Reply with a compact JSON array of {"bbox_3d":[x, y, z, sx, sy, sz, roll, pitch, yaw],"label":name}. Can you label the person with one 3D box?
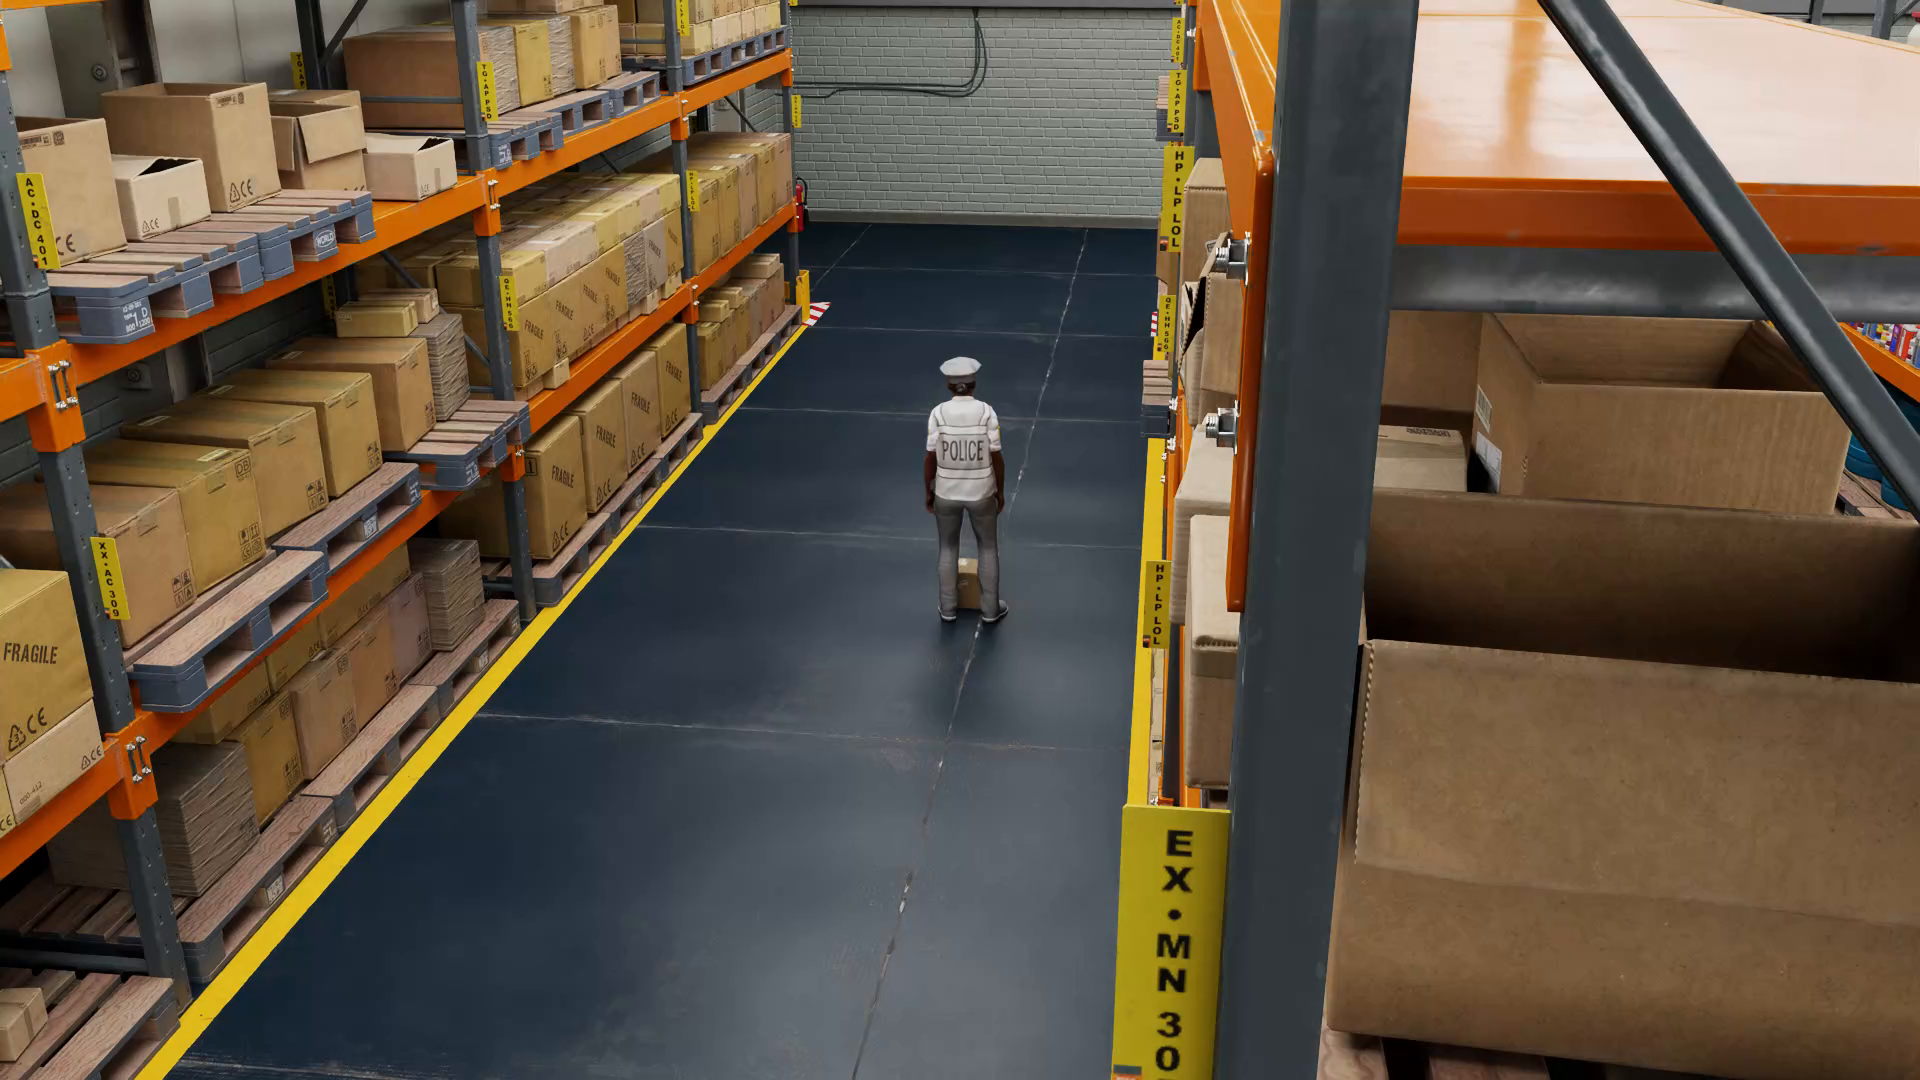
[{"bbox_3d":[0.048,-0.288,10.322,0.505,1.660,0.392,3,21,7],"label":"person"}]
